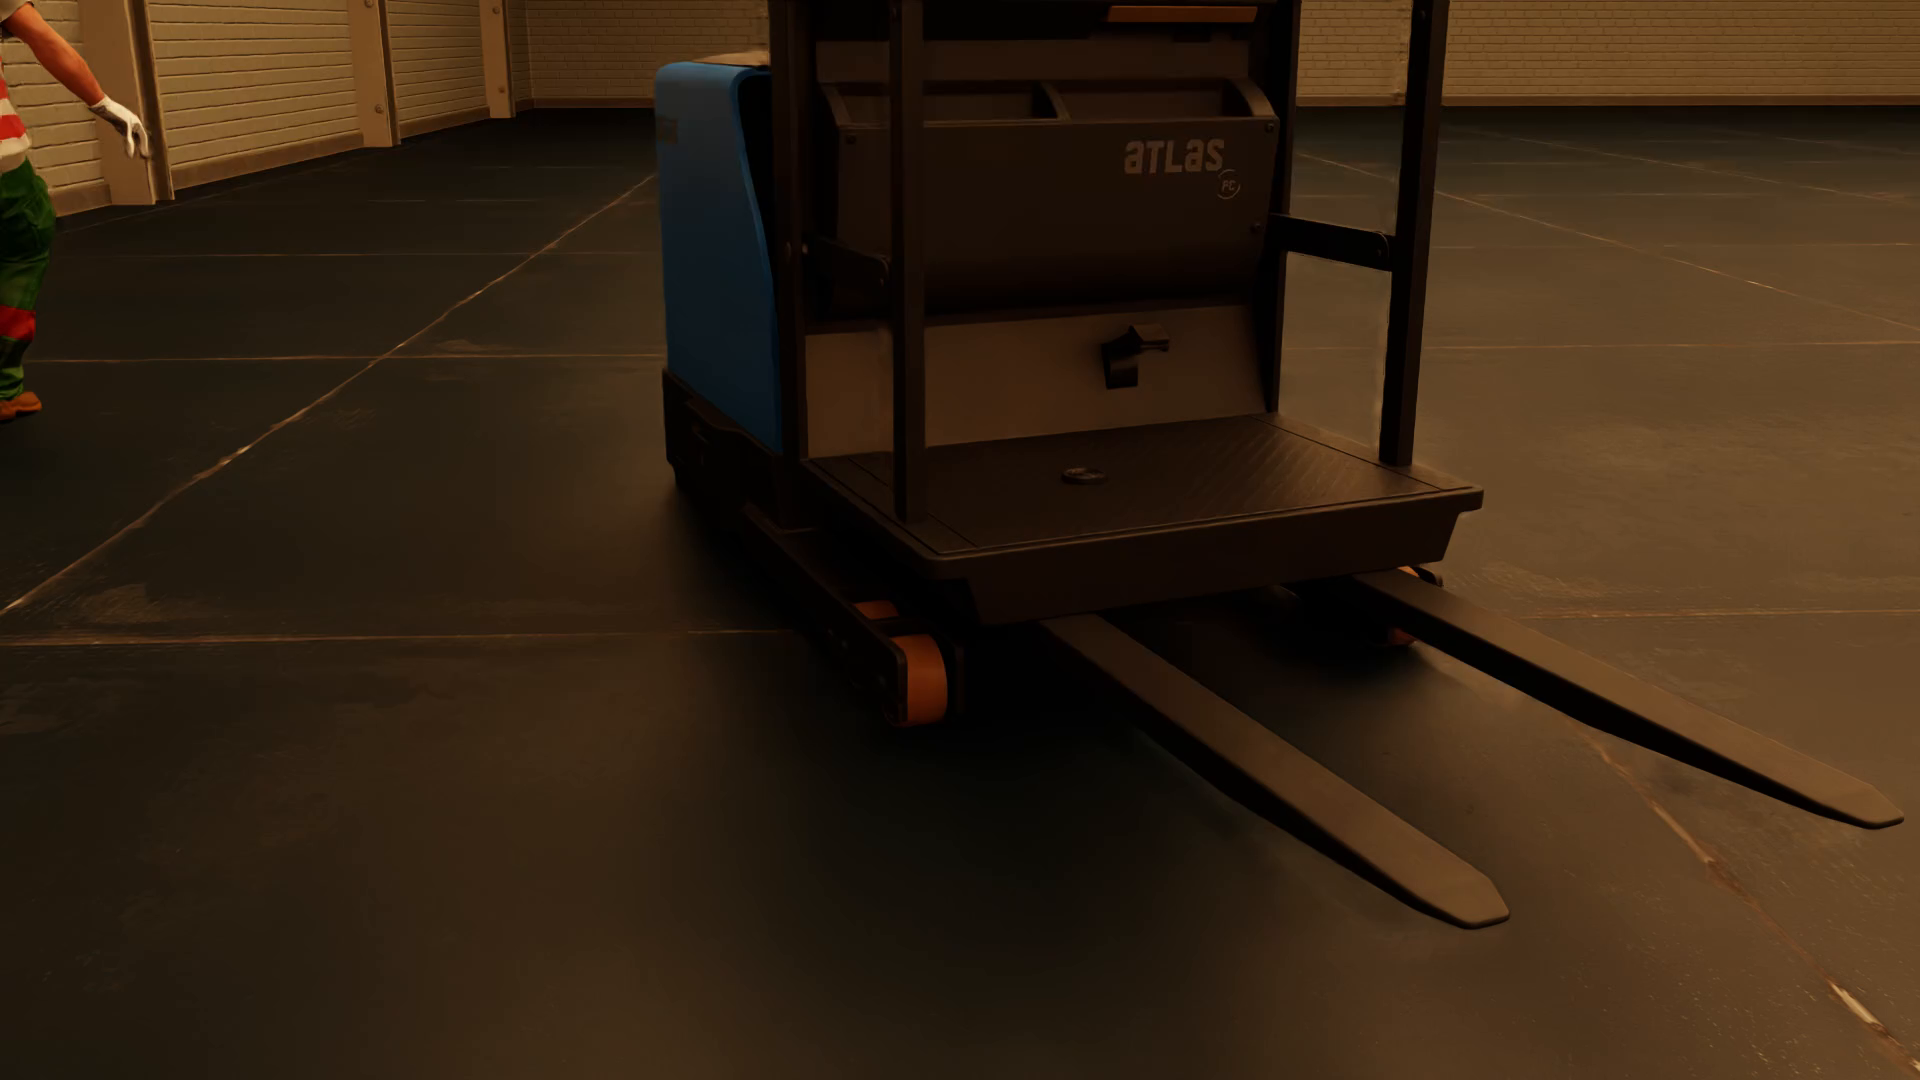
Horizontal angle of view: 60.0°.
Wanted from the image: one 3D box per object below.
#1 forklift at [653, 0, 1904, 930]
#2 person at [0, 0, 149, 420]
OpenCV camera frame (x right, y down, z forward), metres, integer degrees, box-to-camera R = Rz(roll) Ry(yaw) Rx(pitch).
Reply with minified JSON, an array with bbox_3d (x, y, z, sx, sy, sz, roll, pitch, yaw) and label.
[{"bbox_3d":[0.267,-1.218,2.888,1.130,2.935,3.031,-7,18,-22],"label":"forklift"},{"bbox_3d":[-2.831,-1.151,4.876,0.895,1.644,0.852,-3,17,-9],"label":"person"}]
